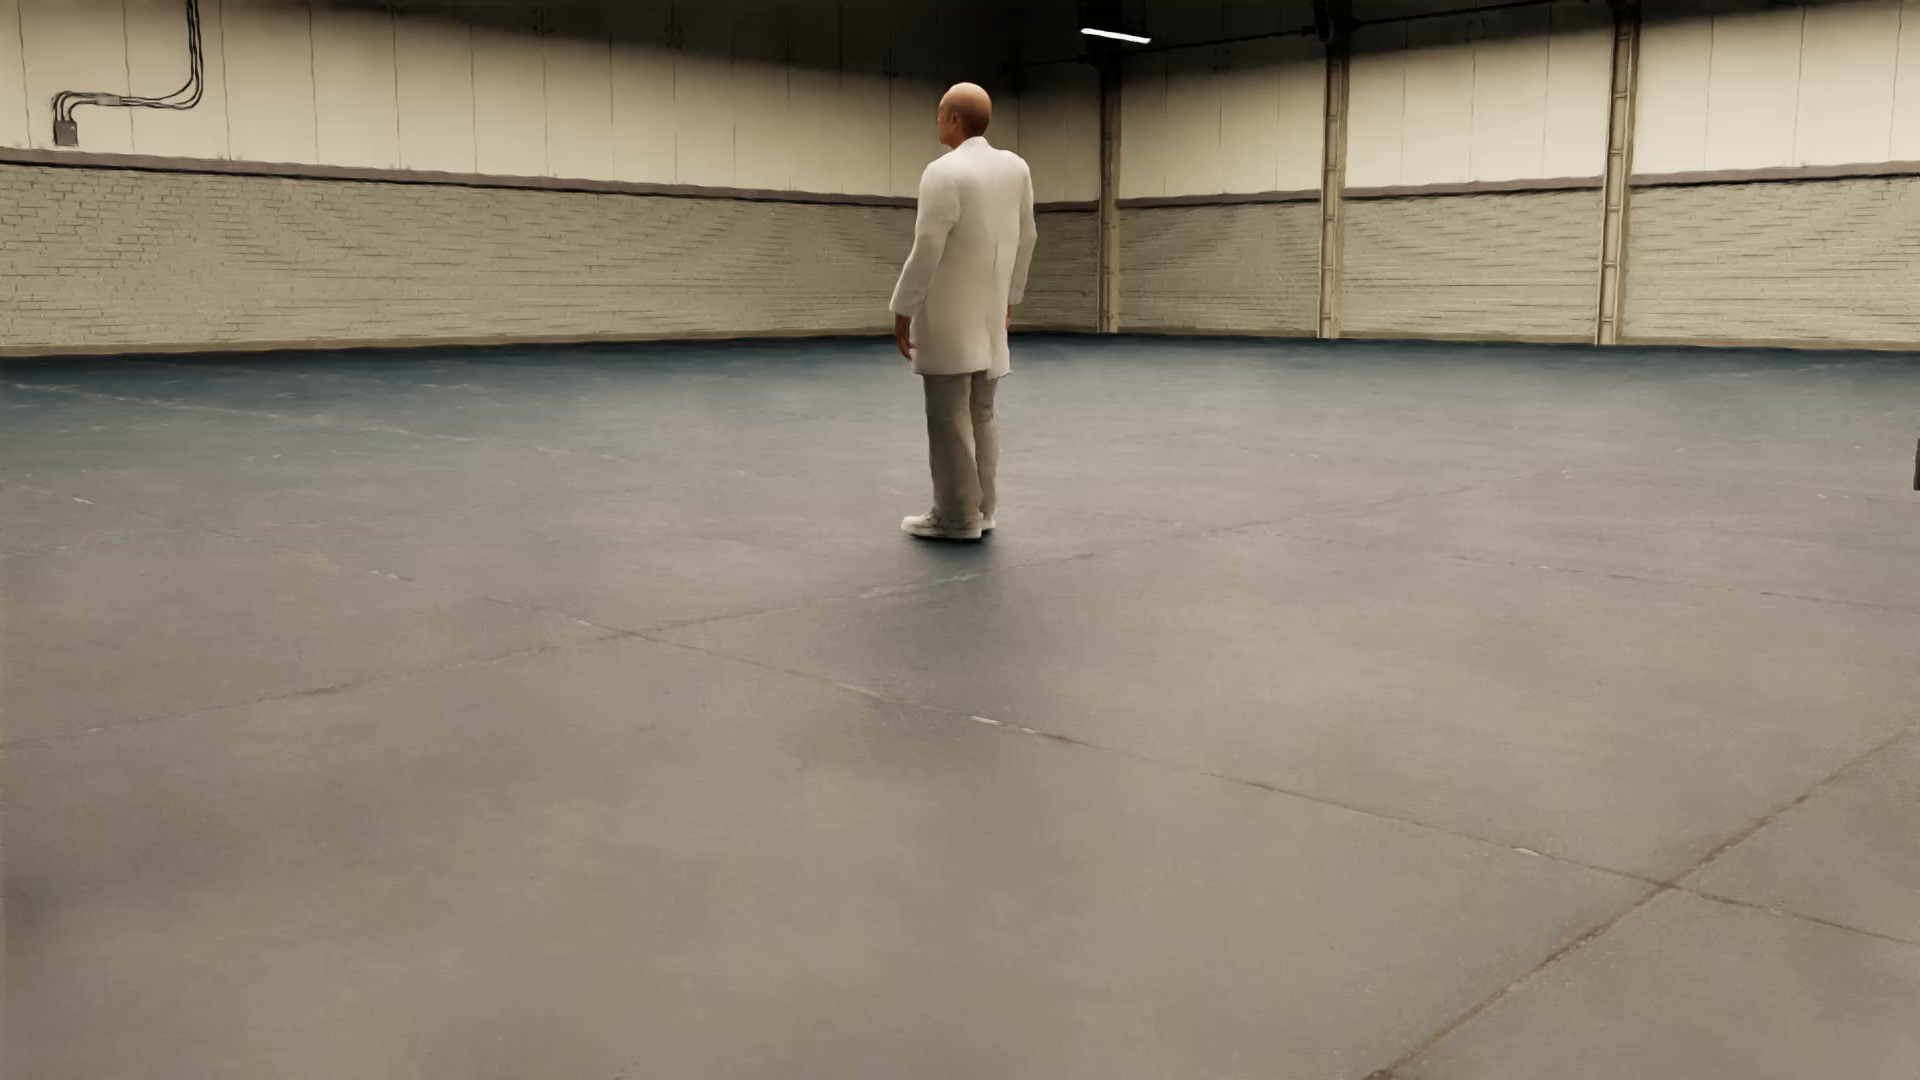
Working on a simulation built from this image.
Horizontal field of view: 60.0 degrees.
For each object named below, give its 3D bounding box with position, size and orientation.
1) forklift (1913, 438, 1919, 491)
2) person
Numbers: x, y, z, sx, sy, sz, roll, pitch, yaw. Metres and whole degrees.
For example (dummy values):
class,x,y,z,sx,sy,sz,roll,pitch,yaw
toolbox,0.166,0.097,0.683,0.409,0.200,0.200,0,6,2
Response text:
class,x,y,z,sx,sy,sz,roll,pitch,yaw
forklift,6.028,-1.576,7.339,3.031,2.935,1.130,-1,9,-8
person,-0.062,-0.896,6.650,0.579,1.776,0.694,8,12,43
